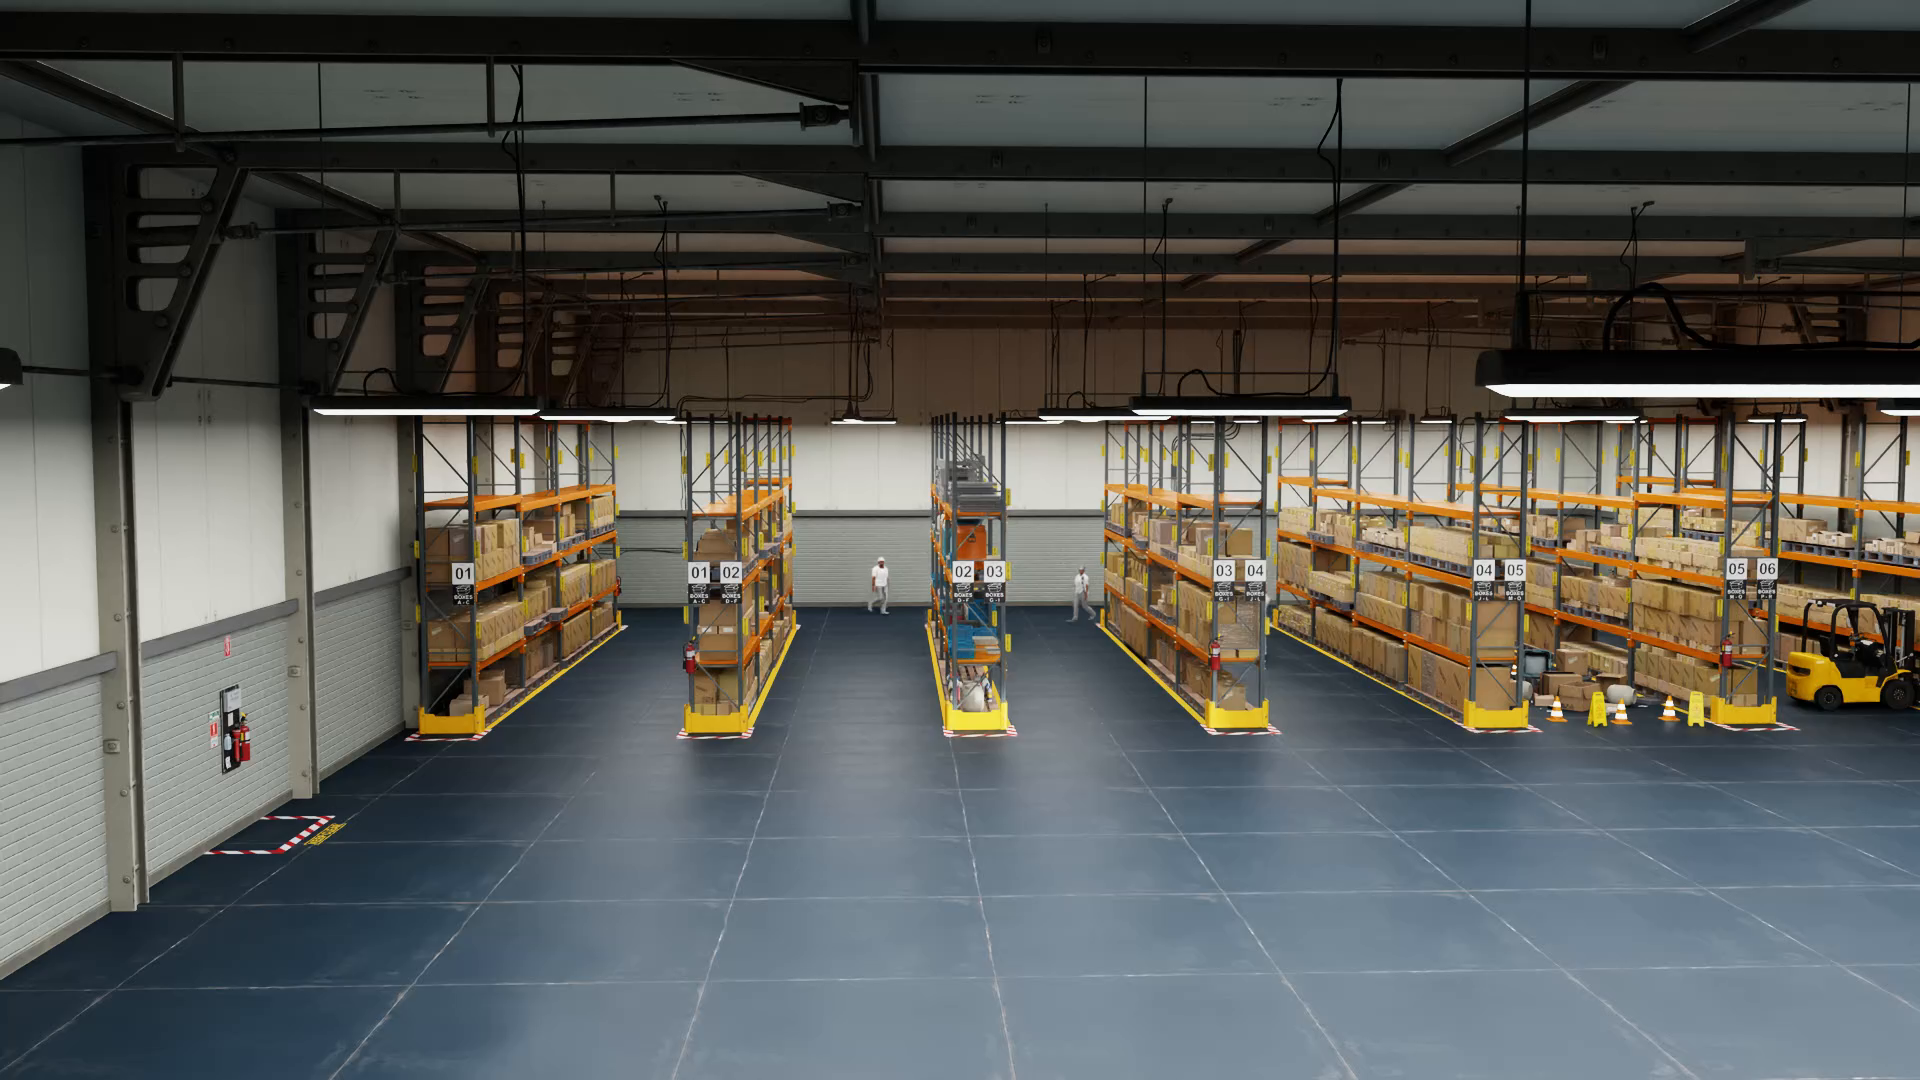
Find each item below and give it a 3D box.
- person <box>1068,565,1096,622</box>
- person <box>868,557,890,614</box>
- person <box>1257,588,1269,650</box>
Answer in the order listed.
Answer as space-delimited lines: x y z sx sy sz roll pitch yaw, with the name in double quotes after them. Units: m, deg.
3.575 1.570 48.735 0.852 1.660 0.469 -3 5 -34 "person"
-2.454 1.388 50.765 0.691 1.746 0.616 3 5 36 "person"
7.437 2.022 41.423 0.502 1.783 0.634 1 4 10 "person"
